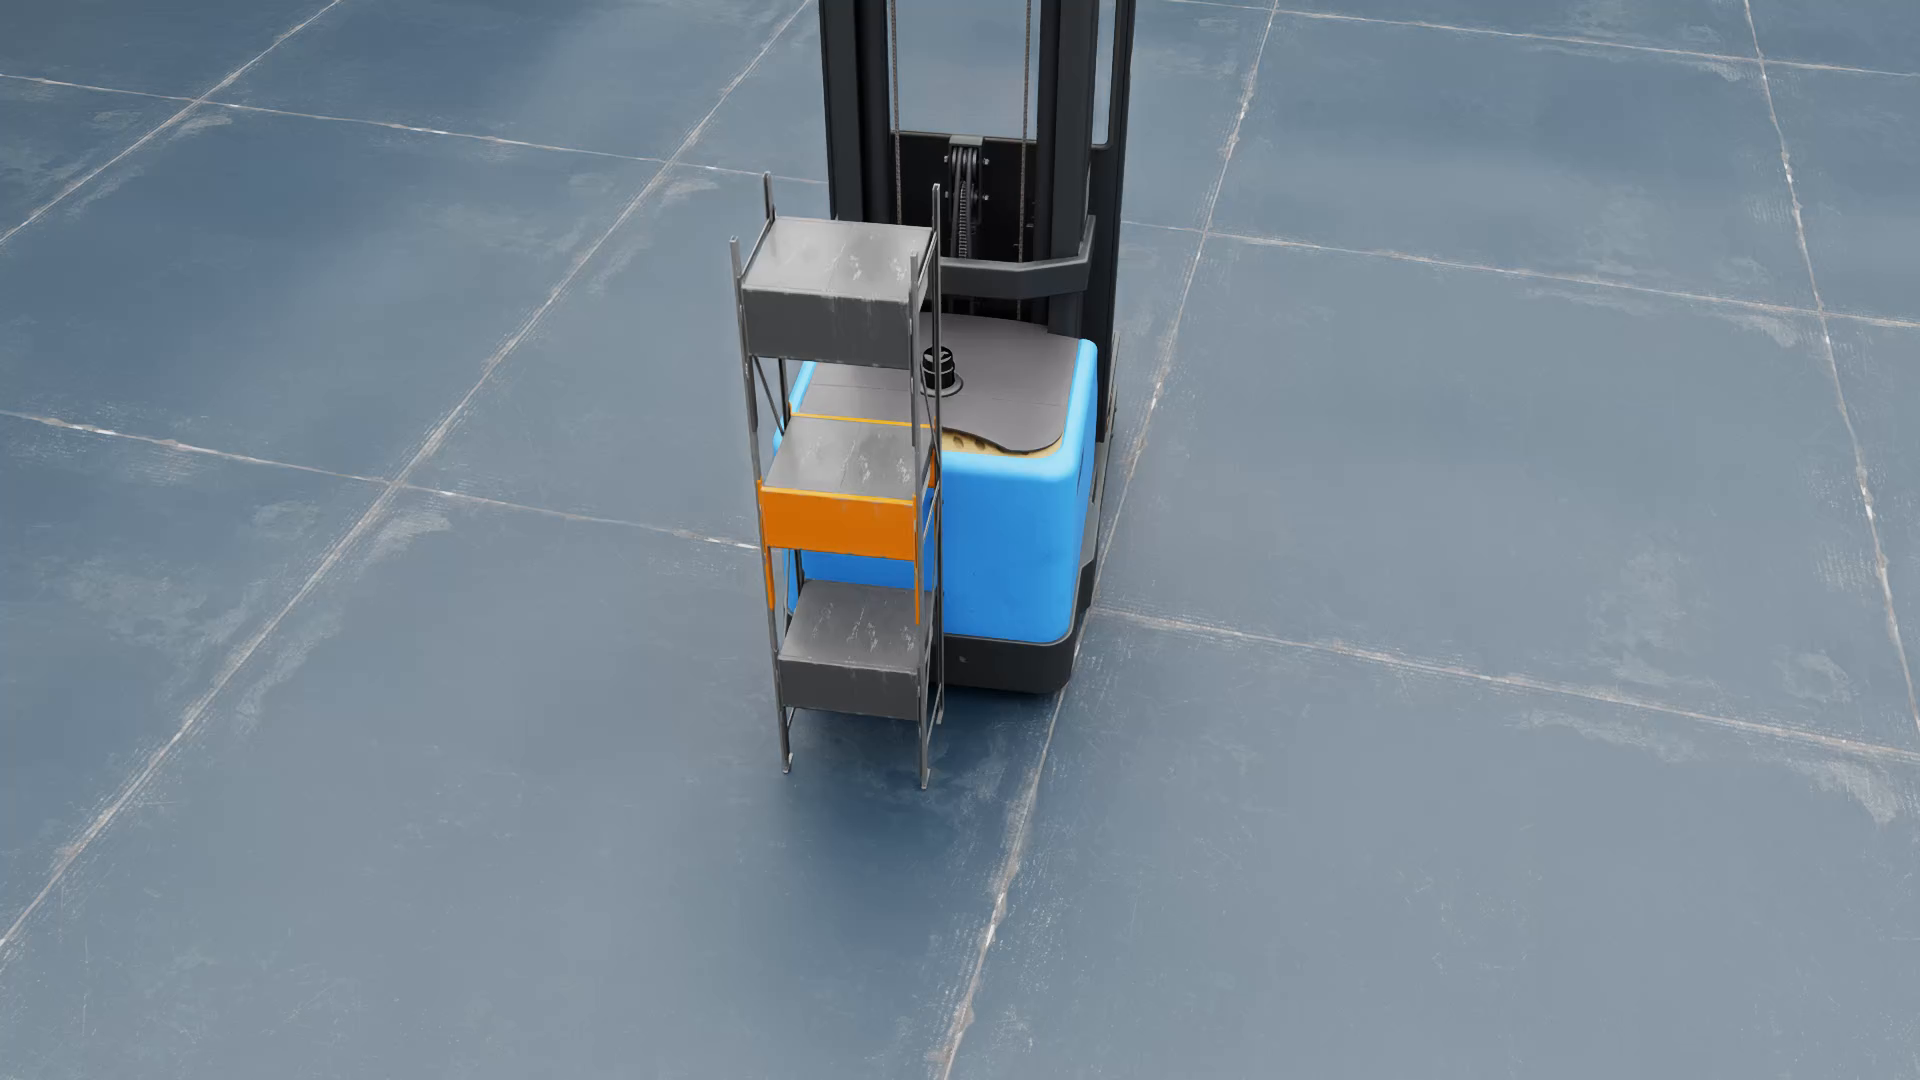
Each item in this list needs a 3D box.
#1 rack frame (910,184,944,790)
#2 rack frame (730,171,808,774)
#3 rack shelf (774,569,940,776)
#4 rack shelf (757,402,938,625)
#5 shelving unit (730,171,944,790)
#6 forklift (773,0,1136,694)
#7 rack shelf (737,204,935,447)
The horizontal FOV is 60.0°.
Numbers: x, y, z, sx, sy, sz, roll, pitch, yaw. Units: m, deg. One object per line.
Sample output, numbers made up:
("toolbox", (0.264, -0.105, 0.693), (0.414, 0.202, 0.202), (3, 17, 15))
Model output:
("rack frame", (-0.094, -0.071, 5.201), (0.015, 2.100, 0.400), (6, 40, 7))
("rack frame", (-0.577, -0.118, 5.258), (0.015, 2.100, 0.400), (6, 40, 7))
("rack shelf", (-0.336, 0.452, 5.689), (0.480, 0.518, 0.431), (6, 40, 7))
("rack shelf", (-0.336, -0.084, 5.238), (0.480, 0.518, 0.431), (6, 40, 7))
("shelving unit", (-0.336, -0.094, 5.230), (0.503, 2.100, 0.431), (6, 40, 7))
("forklift", (0.094, -1.518, 6.278), (1.130, 2.935, 3.031), (6, 40, 7))
("rack shelf", (-0.336, -0.620, 4.788), (0.480, 0.518, 0.431), (6, 40, 7))
